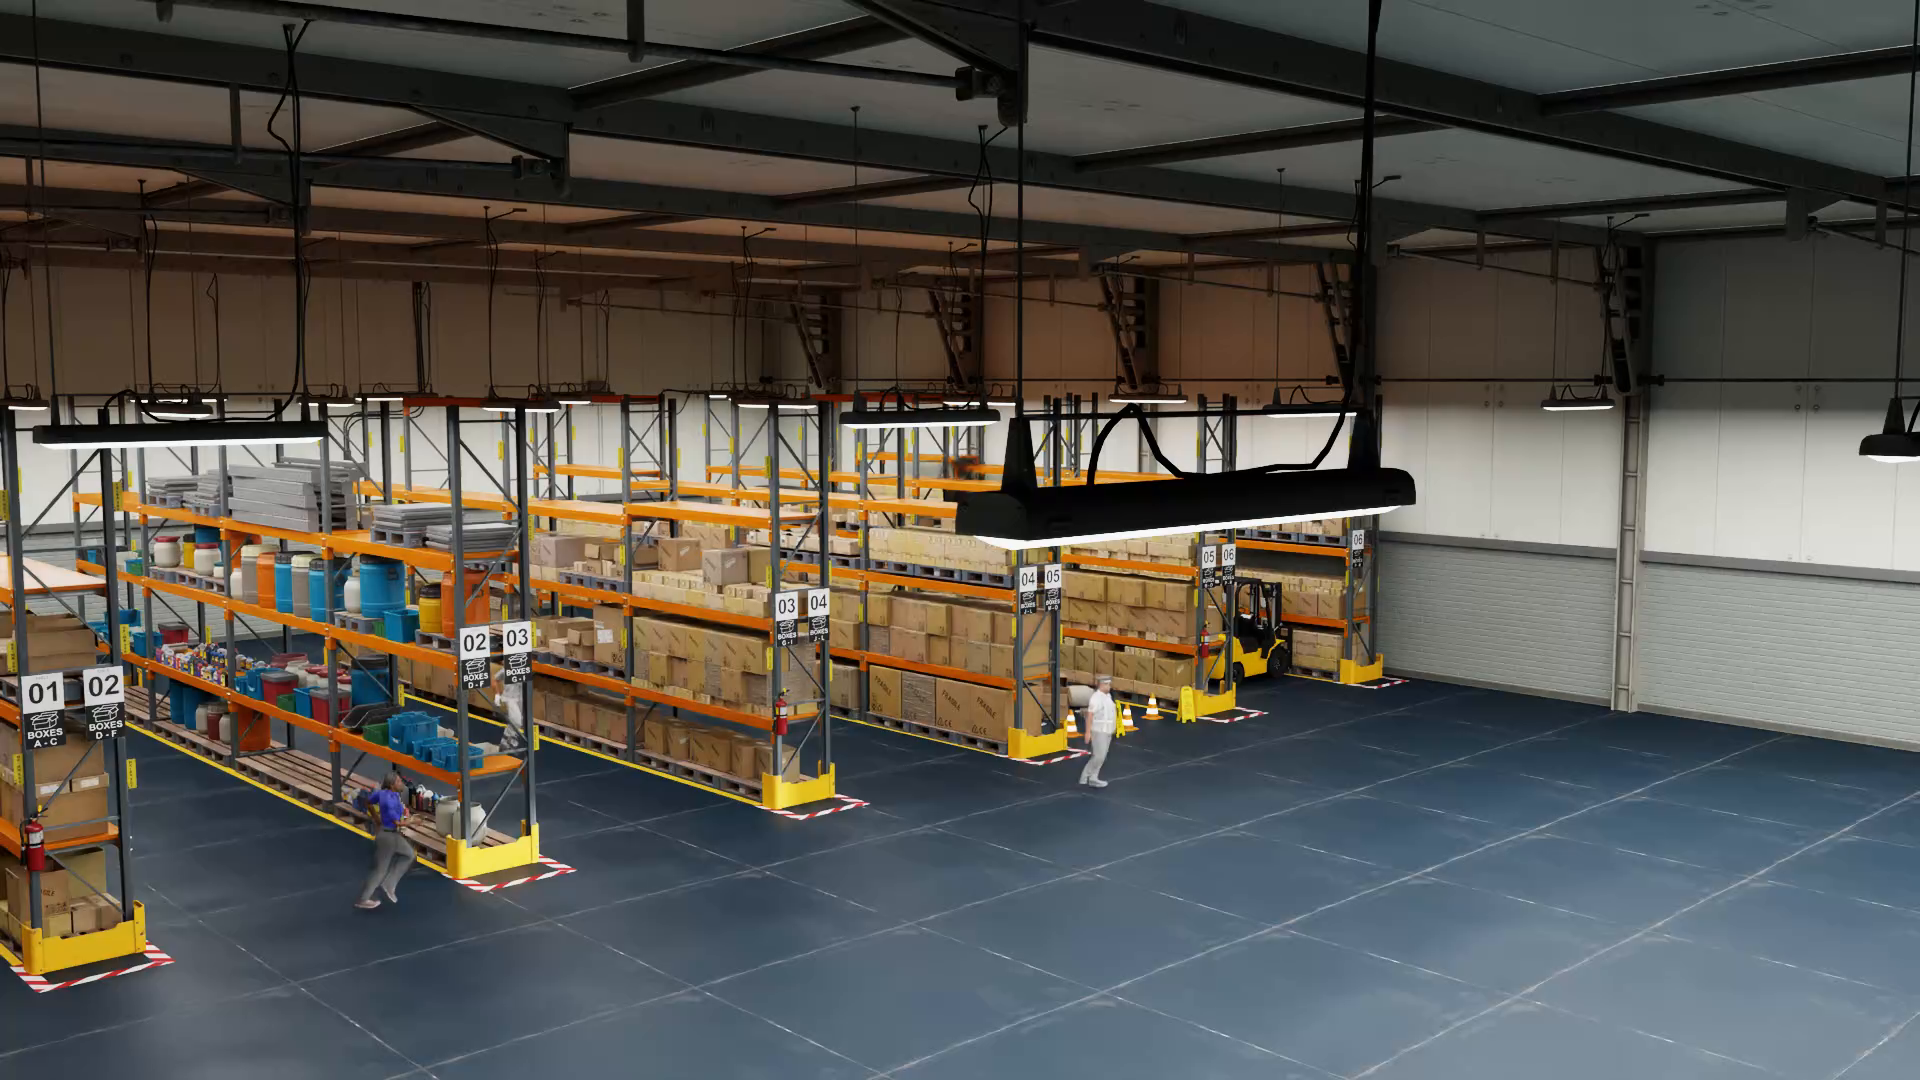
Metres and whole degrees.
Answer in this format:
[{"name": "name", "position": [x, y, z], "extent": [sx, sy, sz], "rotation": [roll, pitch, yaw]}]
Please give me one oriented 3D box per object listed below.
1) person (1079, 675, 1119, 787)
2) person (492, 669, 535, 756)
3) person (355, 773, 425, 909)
[{"name": "person", "position": [2.138, 2.968, 25.783], "extent": [0.501, 1.735, 0.662], "rotation": [3, 6, 32]}, {"name": "person", "position": [-7.528, 2.750, 28.067], "extent": [0.819, 1.784, 0.607], "rotation": [4, 7, 37]}, {"name": "person", "position": [-6.857, 3.582, 19.967], "extent": [0.825, 1.620, 0.577], "rotation": [-2, 6, -21]}]
